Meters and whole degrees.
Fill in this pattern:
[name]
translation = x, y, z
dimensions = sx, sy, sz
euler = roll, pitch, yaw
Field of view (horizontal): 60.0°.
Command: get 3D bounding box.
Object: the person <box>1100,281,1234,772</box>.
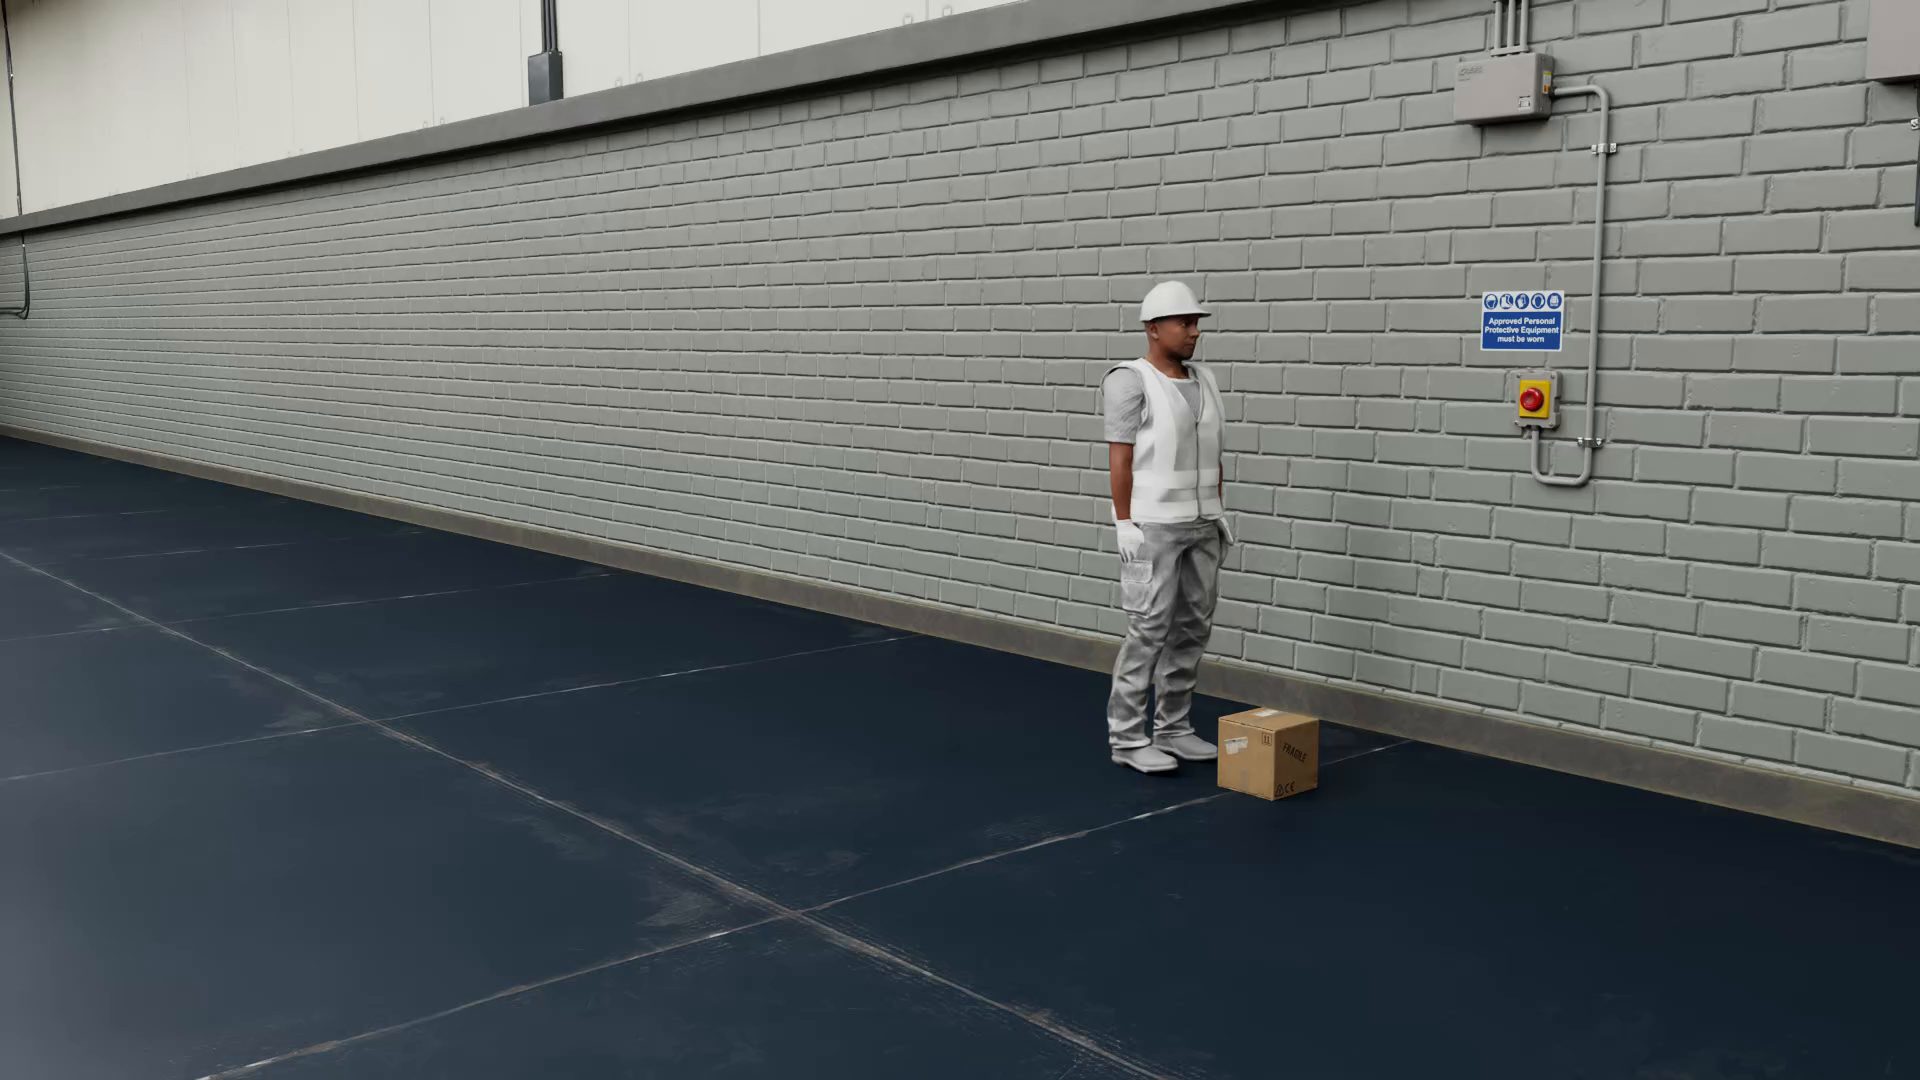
[person]
translation = 0.778, -0.054, 6.134
dimensions = 0.545, 1.781, 0.366
euler = -6, 9, -39
